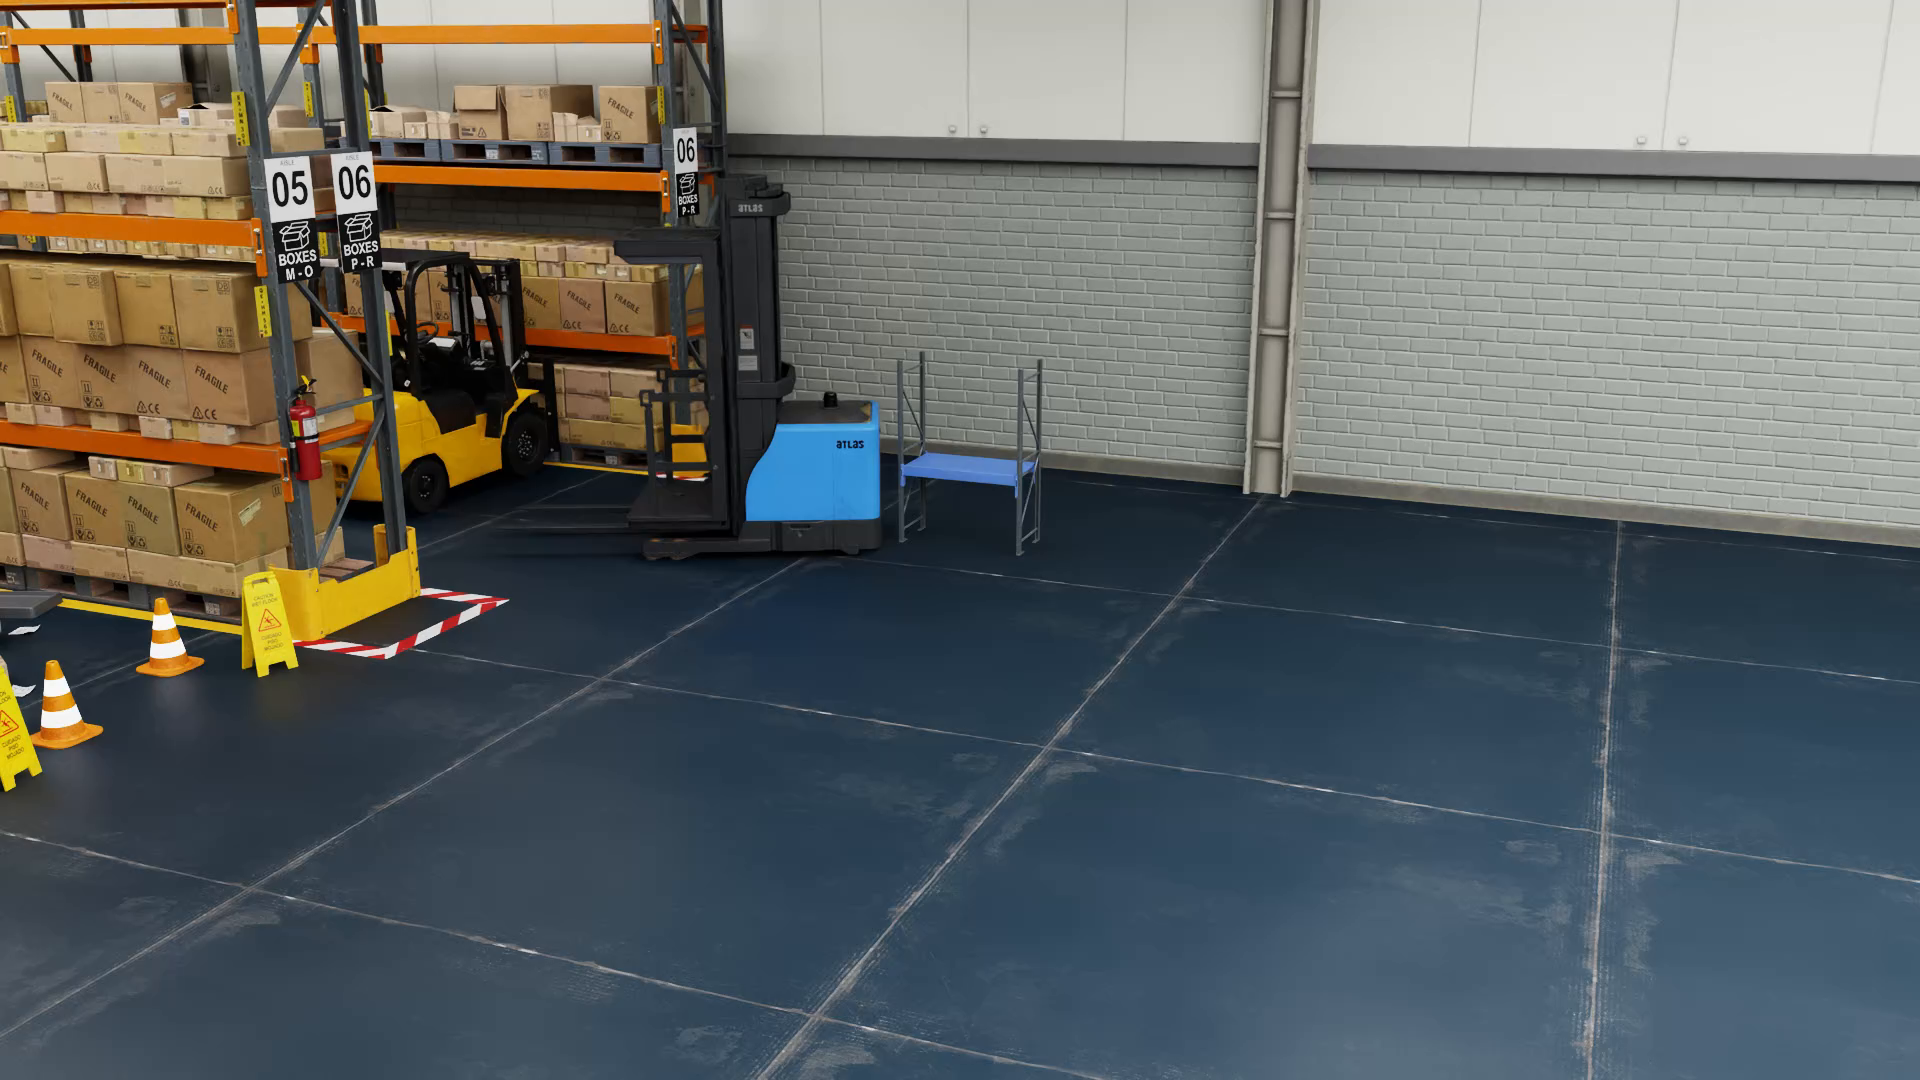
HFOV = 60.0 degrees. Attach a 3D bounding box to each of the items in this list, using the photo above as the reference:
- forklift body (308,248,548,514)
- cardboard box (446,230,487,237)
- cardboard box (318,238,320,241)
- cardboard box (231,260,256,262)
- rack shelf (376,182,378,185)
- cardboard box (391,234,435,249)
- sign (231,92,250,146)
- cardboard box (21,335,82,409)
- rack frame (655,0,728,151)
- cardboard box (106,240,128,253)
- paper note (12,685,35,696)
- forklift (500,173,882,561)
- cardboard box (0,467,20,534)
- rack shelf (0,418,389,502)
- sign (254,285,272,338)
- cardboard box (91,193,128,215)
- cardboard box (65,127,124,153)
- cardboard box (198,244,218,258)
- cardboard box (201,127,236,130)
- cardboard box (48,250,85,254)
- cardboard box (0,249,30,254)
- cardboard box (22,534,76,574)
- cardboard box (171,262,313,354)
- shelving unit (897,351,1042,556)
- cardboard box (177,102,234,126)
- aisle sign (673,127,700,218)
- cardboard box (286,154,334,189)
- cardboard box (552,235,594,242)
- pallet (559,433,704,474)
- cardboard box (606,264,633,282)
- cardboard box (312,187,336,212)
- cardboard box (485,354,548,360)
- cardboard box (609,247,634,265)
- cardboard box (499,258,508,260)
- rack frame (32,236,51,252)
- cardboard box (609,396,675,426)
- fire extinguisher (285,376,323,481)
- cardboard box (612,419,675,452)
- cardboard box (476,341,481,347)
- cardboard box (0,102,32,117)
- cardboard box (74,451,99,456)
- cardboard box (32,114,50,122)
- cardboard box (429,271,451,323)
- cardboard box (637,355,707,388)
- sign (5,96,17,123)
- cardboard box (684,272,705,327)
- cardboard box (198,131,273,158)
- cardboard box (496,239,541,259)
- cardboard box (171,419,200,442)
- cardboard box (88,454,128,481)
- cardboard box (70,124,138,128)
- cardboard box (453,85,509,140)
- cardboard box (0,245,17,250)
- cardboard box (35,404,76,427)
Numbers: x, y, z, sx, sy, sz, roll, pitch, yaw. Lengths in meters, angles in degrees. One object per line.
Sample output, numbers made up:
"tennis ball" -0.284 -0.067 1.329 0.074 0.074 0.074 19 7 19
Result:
"forklift body" -4.885 -1.507 15.008 1.214 2.155 2.313 6 17 21
"cardboard box" -5.040 -3.082 17.033 0.250 0.149 0.380 6 17 20
"cardboard box" -6.884 -3.121 17.702 0.250 0.149 0.380 6 17 20
"cardboard box" -7.205 -2.806 17.331 0.500 0.250 0.500 6 17 19
"rack shelf" -8.033 -3.903 17.647 4.000 0.370 1.077 6 17 21
"cardboard box" -5.468 -2.969 16.644 0.250 0.149 0.380 6 17 20
"sign" -4.492 -2.630 10.385 0.005 0.325 0.100 6 17 21
"cardboard box" -6.268 -1.243 11.860 0.500 0.500 0.500 6 17 21
"rack frame" -2.452 -5.075 15.015 0.127 3.000 1.000 6 17 21
"cardboard box" -8.960 -3.193 17.949 0.250 0.149 0.380 6 17 21
"paper note" -5.879 0.939 10.384 0.142 0.019 0.148 0 16 1
"forklift" -2.155 -1.396 13.225 3.031 2.935 1.130 -1 16 -2
"cardboard box" -7.038 -0.375 12.418 0.500 0.500 0.500 7 18 23
"rack shelf" -6.130 -0.765 12.220 4.000 0.370 1.077 6 17 21
"sign" -4.492 -1.472 10.721 0.005 0.325 0.100 6 17 21
"cardboard box" -5.643 -2.299 11.285 0.250 0.149 0.380 6 17 20
"cardboard box" -5.838 -2.725 11.319 0.250 0.149 0.380 6 17 19
"cardboard box" -7.772 -3.063 17.502 0.250 0.149 0.380 6 17 21
"cardboard box" -4.976 -2.762 11.446 0.250 0.149 0.380 6 17 21
"cardboard box" -9.580 -3.065 18.224 0.500 0.250 0.500 6 17 21
"cardboard box" -7.194 -1.827 12.082 0.500 0.500 0.700 6 17 21
"cardboard box" -6.546 0.039 12.338 0.500 0.250 0.500 6 17 20
"cardboard box" -4.825 -1.573 11.205 0.500 0.500 0.700 6 17 19
"shelving unit" 0.079 -0.712 13.434 1.048 1.500 0.538 6 17 21
"cardboard box" -7.650 -4.340 17.090 0.500 0.311 0.500 6 17 19
"aisle sign" -2.498 -3.360 15.203 0.004 0.787 0.394 6 17 21
"cardboard box" -4.640 -2.538 11.392 0.500 0.250 0.500 6 17 20
"cardboard box" -3.855 -2.947 16.569 0.250 0.149 0.380 6 17 19
"pallet" -3.179 -0.922 16.472 1.213 0.211 1.003 6 17 21
"cardboard box" -3.126 -2.535 15.682 0.250 0.149 0.380 7 17 22
"cardboard box" -4.459 -2.344 11.439 0.250 0.149 0.380 6 17 21
"cardboard box" -4.413 -1.675 16.449 0.500 0.250 0.500 6 17 20
"cardboard box" -3.103 -2.696 15.702 0.250 0.149 0.380 6 17 21
"cardboard box" -4.279 -2.690 16.217 0.250 0.149 0.380 6 17 20
"rack frame" -9.894 -3.012 18.670 0.127 3.000 1.000 6 17 21
"cardboard box" -3.019 -1.284 15.998 0.500 0.250 0.500 6 17 20
"fire extinguisher" -4.332 -0.738 10.974 0.183 0.674 0.296 6 17 21
"cardboard box" -3.005 -1.041 16.059 0.500 0.250 0.500 6 17 21
"cardboard box" -5.167 -1.917 17.280 0.500 0.250 0.500 6 17 20
"cardboard box" -10.322 -4.674 18.032 0.250 0.149 0.380 7 18 22
"cardboard box" -6.393 -0.462 12.720 0.500 0.500 0.500 7 18 24
"cardboard box" -9.681 -4.476 17.818 0.250 0.166 0.380 6 17 21
"cardboard box" -4.894 -2.438 16.511 0.500 0.500 0.500 6 17 20
"cardboard box" -2.829 -1.654 16.375 0.500 0.250 0.500 6 17 20
"sign" -10.095 -4.561 17.696 0.005 0.325 0.100 6 17 21
"cardboard box" -2.811 -2.365 16.260 0.500 0.500 0.500 7 18 22
"cardboard box" -4.693 -2.567 10.776 0.250 0.149 0.380 6 17 21
"cardboard box" -4.291 -2.834 16.178 0.250 0.149 0.380 7 17 21
"cardboard box" -5.203 -0.797 11.491 0.250 0.149 0.380 6 17 20
"cardboard box" -5.954 -0.548 11.850 0.250 0.149 0.380 7 18 23
"cardboard box" -6.138 -2.909 11.953 0.250 0.149 0.380 7 17 21
"cardboard box" -4.399 -4.116 15.975 0.637 0.503 0.797 7 18 22
"cardboard box" -10.994 -3.166 18.715 0.500 0.250 0.500 5 17 18
"cardboard box" -6.384 -0.928 11.939 0.250 0.149 0.380 6 17 20
